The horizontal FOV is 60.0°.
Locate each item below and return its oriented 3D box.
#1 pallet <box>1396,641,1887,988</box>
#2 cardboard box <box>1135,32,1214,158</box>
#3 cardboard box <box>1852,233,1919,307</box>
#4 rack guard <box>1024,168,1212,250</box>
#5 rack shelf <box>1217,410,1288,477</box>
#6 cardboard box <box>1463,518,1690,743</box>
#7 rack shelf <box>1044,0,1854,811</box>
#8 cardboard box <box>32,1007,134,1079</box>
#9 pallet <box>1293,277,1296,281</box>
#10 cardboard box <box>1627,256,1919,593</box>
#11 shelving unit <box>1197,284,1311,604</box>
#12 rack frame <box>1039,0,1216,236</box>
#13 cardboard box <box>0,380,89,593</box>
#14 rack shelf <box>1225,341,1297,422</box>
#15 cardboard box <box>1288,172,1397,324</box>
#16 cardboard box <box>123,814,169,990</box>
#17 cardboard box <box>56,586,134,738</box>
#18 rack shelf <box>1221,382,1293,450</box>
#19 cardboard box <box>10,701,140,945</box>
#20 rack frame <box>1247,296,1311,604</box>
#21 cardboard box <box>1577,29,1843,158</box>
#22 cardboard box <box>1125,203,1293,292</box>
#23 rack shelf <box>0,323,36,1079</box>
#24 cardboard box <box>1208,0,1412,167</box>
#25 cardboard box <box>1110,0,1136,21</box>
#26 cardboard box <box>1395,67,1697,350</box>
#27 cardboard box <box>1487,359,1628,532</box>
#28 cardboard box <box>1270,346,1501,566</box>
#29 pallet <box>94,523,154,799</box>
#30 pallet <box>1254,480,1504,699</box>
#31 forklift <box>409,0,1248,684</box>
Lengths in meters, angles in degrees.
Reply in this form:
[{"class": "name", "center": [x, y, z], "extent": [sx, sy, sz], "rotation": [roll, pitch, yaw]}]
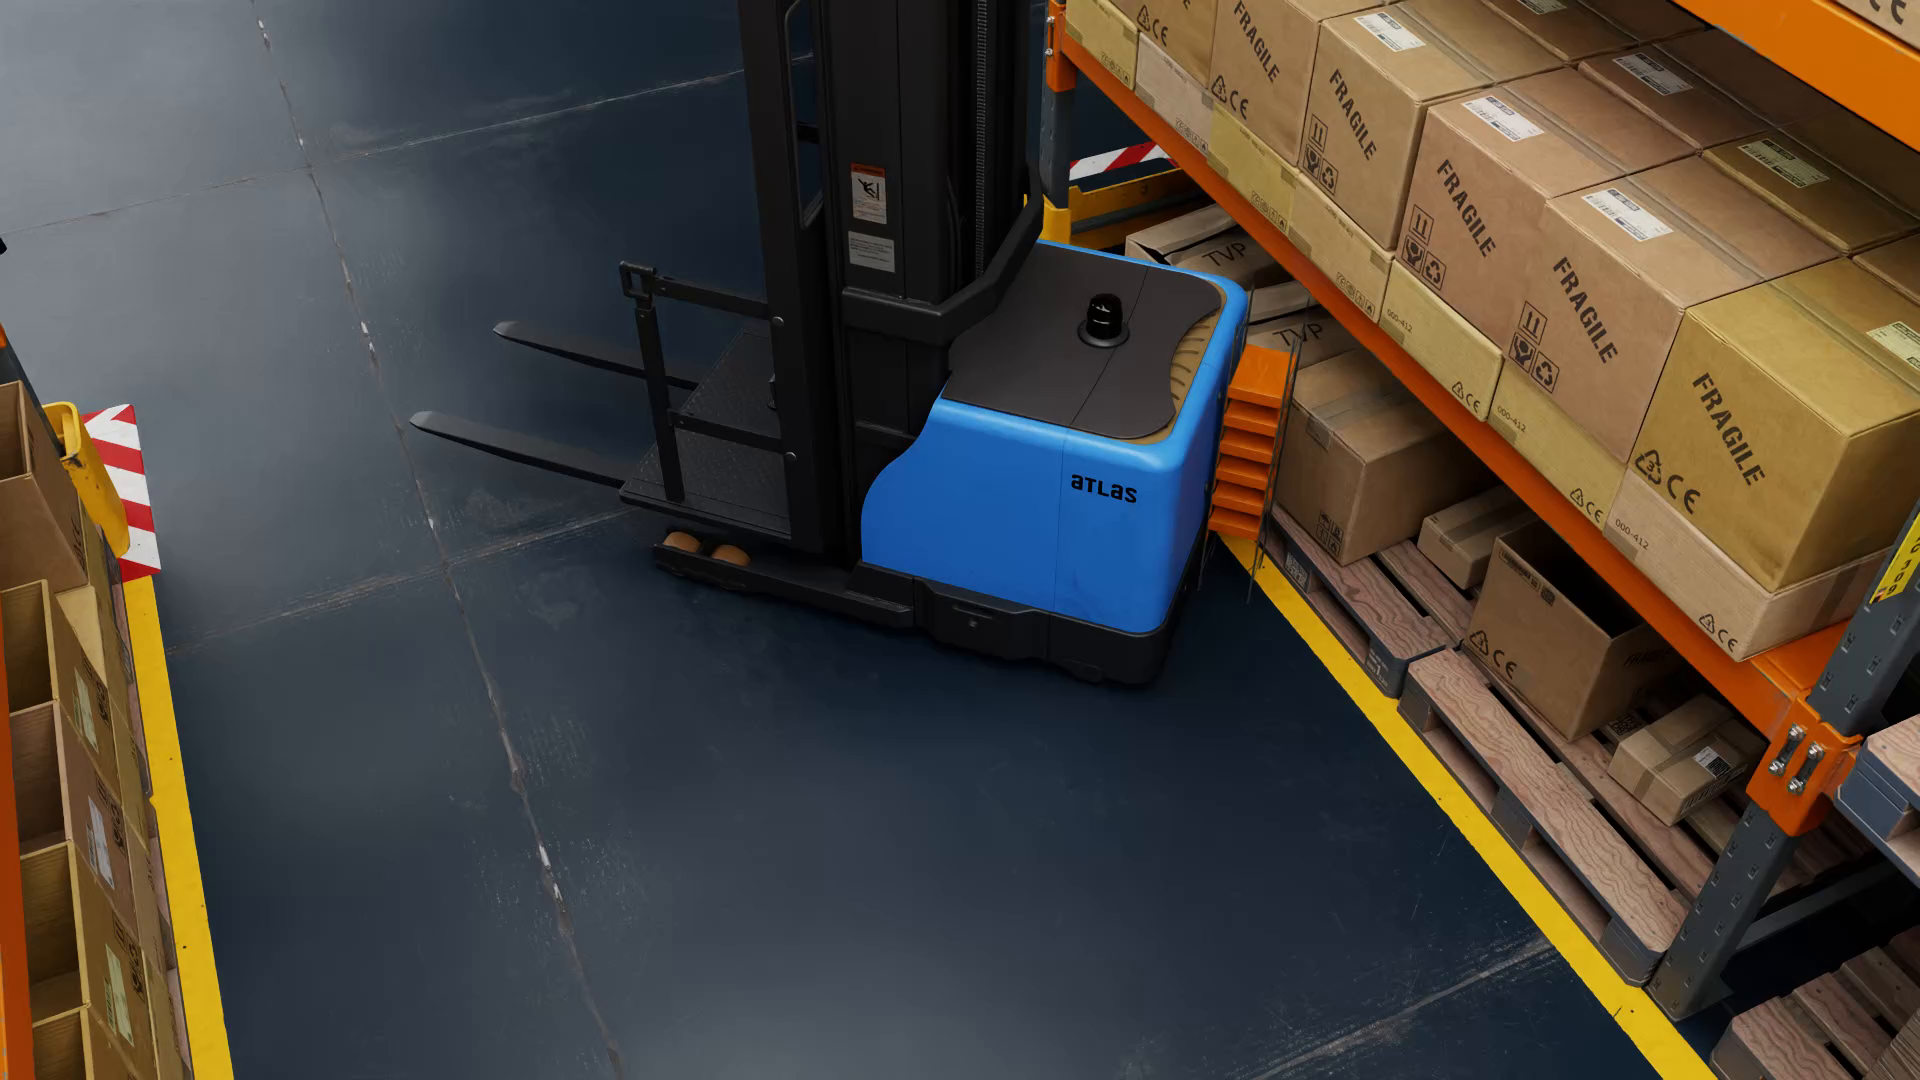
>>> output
[{"class": "pallet", "center": [2.183, 0.726, 5.364], "extent": [1.003, 0.211, 1.213], "rotation": [-18, 47, -17]}, {"class": "cardboard box", "center": [0.964, -1.621, 5.849], "extent": [0.500, 0.250, 0.500], "rotation": [-19, 48, -19]}, {"class": "cardboard box", "center": [2.490, -0.431, 4.110], "extent": [0.500, 0.500, 0.500], "rotation": [-19, 48, -18]}, {"class": "rack guard", "center": [0.848, -1.460, 7.374], "extent": [1.175, 0.500, 0.348], "rotation": [-18, 47, -17]}, {"class": "rack shelf", "center": [0.995, -0.352, 5.645], "extent": [0.180, 0.103, 0.258], "rotation": [15, 46, 14]}, {"class": "cardboard box", "center": [2.025, 0.234, 5.343], "extent": [0.500, 0.500, 0.500], "rotation": [-21, 49, -20]}, {"class": "rack shelf", "center": [1.657, -0.868, 5.506], "extent": [1.077, 0.370, 4.000], "rotation": [-18, 47, -17]}, {"class": "cardboard box", "center": [-2.123, 1.474, 3.745], "extent": [0.500, 0.500, 0.500], "rotation": [-18, 47, -17]}, {"class": "pallet", "center": [1.157, -0.829, 6.940], "extent": [1.003, 0.211, 1.213], "rotation": [-18, 47, -17]}, {"class": "cardboard box", "center": [2.018, -0.280, 3.957], "extent": [0.500, 0.500, 0.500], "rotation": [-18, 47, -18]}, {"class": "shelving unit", "center": [0.995, -0.298, 5.698], "extent": [0.189, 1.200, 0.258], "rotation": [15, 46, 14]}, {"class": "rack frame", "center": [0.816, -2.398, 6.545], "extent": [1.000, 3.000, 0.127], "rotation": [-18, 47, -17]}, {"class": "cardboard box", "center": [-3.182, -0.117, 5.357], "extent": [0.500, 0.500, 0.500], "rotation": [-18, 47, -17]}, {"class": "rack shelf", "center": [0.995, -0.523, 5.476], "extent": [0.180, 0.103, 0.258], "rotation": [15, 46, 14]}, {"class": "cardboard box", "center": [1.384, -0.971, 5.191], "extent": [0.500, 0.250, 0.500], "rotation": [-18, 47, -17]}, {"class": "cardboard box", "center": [-2.542, 1.103, 4.655], "extent": [0.500, 0.250, 0.500], "rotation": [-18, 47, -17]}, {"class": "cardboard box", "center": [-2.962, 0.466, 5.301], "extent": [0.500, 0.250, 0.500], "rotation": [-18, 47, -17]}, {"class": "rack shelf", "center": [0.995, -0.437, 5.560], "extent": [0.180, 0.103, 0.258], "rotation": [15, 46, 14]}, {"class": "cardboard box", "center": [-2.539, 0.835, 4.393], "extent": [0.500, 0.500, 0.500], "rotation": [-18, 47, -17]}, {"class": "rack frame", "center": [1.081, -0.276, 5.675], "extent": [0.006, 1.200, 0.240], "rotation": [15, 46, 14]}, {"class": "cardboard box", "center": [2.071, -1.081, 4.769], "extent": [0.500, 0.500, 0.500], "rotation": [-17, 47, -16]}, {"class": "cardboard box", "center": [1.025, -1.130, 6.861], "extent": [0.500, 0.311, 0.500], "rotation": [-23, 49, -22]}, {"class": "rack shelf", "center": [-2.836, 0.598, 4.021], "extent": [1.077, 0.370, 4.000], "rotation": [-18, 47, -17]}, {"class": "cardboard box", "center": [1.154, -1.577, 5.271], "extent": [0.500, 0.500, 0.500], "rotation": [-20, 48, -19]}, {"class": "cardboard box", "center": [0.744, -2.226, 5.929], "extent": [0.500, 0.500, 0.500], "rotation": [-18, 47, -17]}, {"class": "cardboard box", "center": [1.601, -0.920, 4.606], "extent": [0.500, 0.500, 0.500], "rotation": [-19, 48, -19]}, {"class": "cardboard box", "center": [1.822, -0.335, 4.547], "extent": [0.500, 0.250, 0.500], "rotation": [-18, 47, -17]}, {"class": "cardboard box", "center": [1.528, -0.352, 5.938], "extent": [0.700, 0.500, 0.500], "rotation": [-21, 48, -20]}, {"class": "pallet", "center": [-3.318, 0.535, 5.558], "extent": [1.003, 0.211, 1.213], "rotation": [-18, 47, -17]}, {"class": "pallet", "center": [1.666, -0.053, 6.153], "extent": [1.003, 0.211, 1.213], "rotation": [-18, 47, -17]}, {"class": "forklift", "center": [-0.586, -1.195, 5.374], "extent": [3.031, 2.935, 1.130], "rotation": [14, 46, 14]}]
